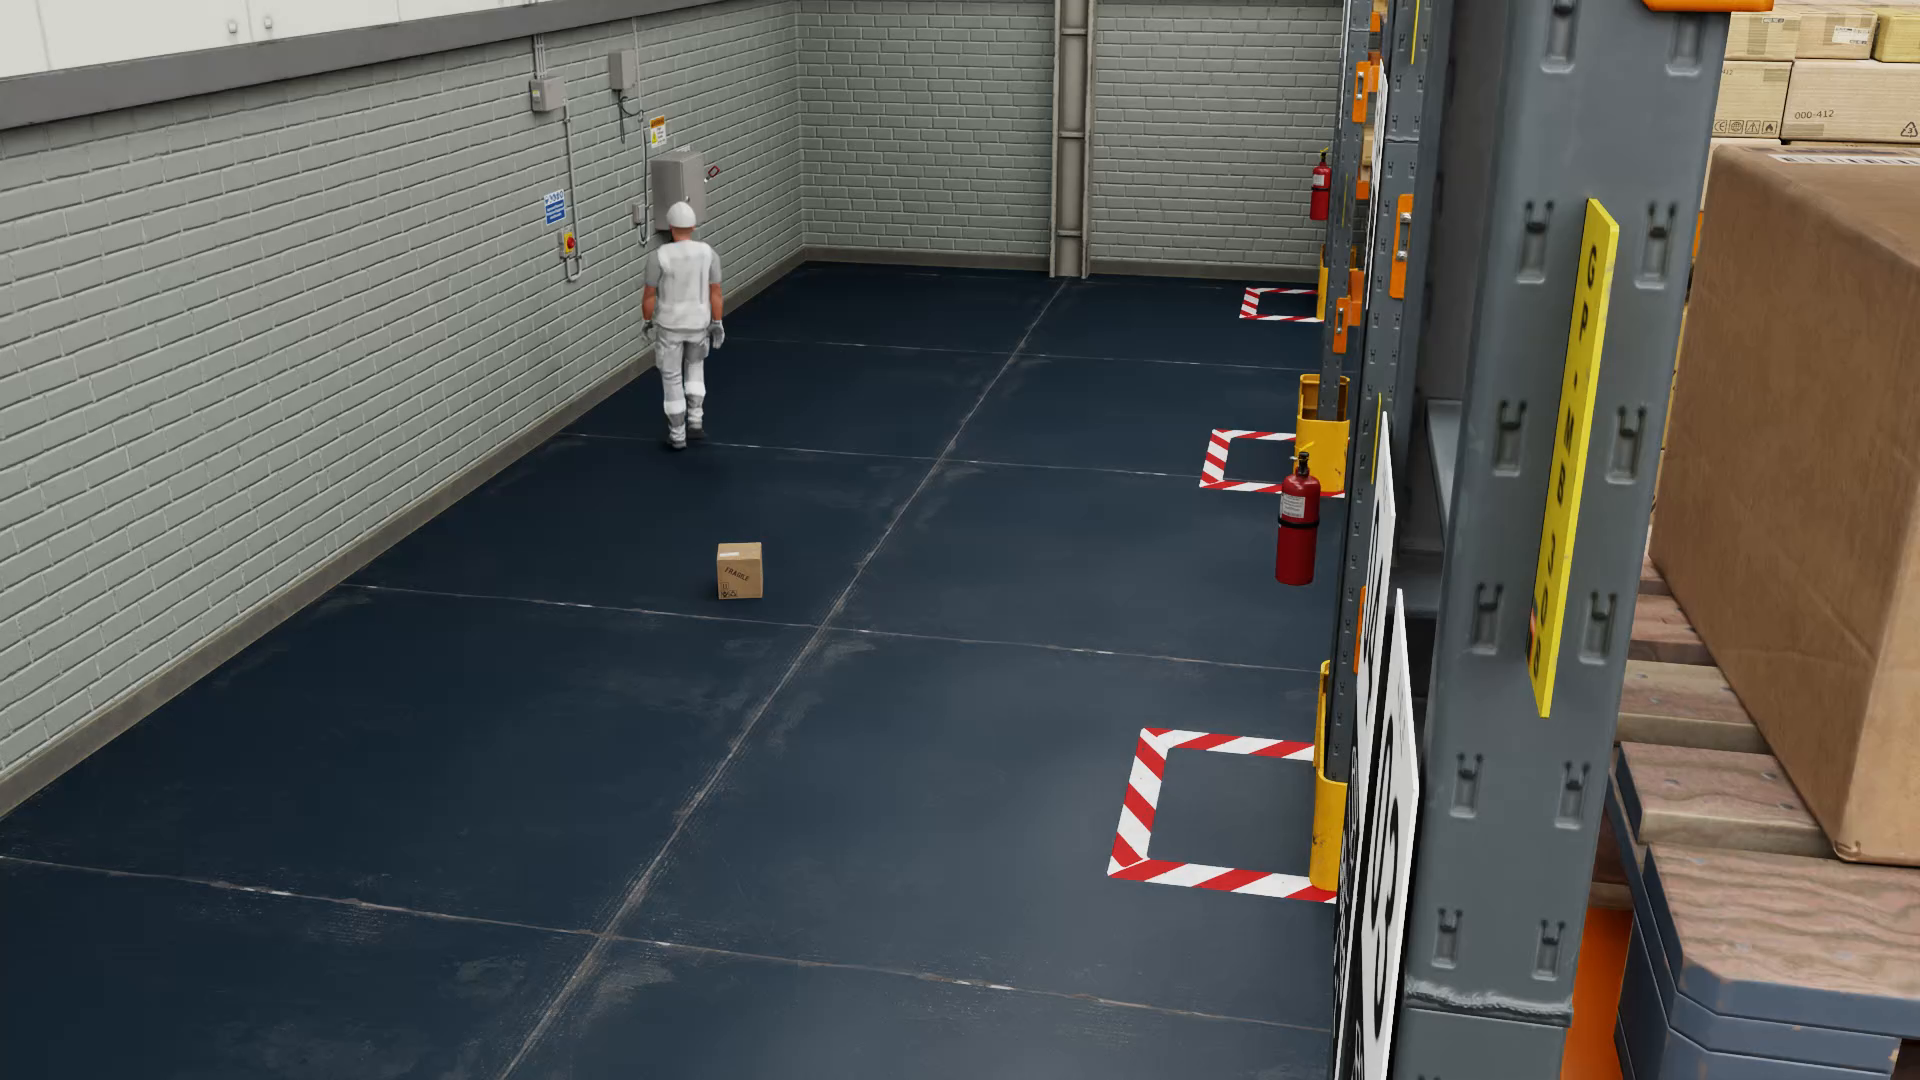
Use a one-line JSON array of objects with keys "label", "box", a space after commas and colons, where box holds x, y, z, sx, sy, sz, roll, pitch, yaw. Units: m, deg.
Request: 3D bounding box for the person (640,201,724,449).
[{"label": "person", "box": [-2.014, -1.538, 11.986, 0.570, 1.822, 0.496, -9, 23, -22]}]
